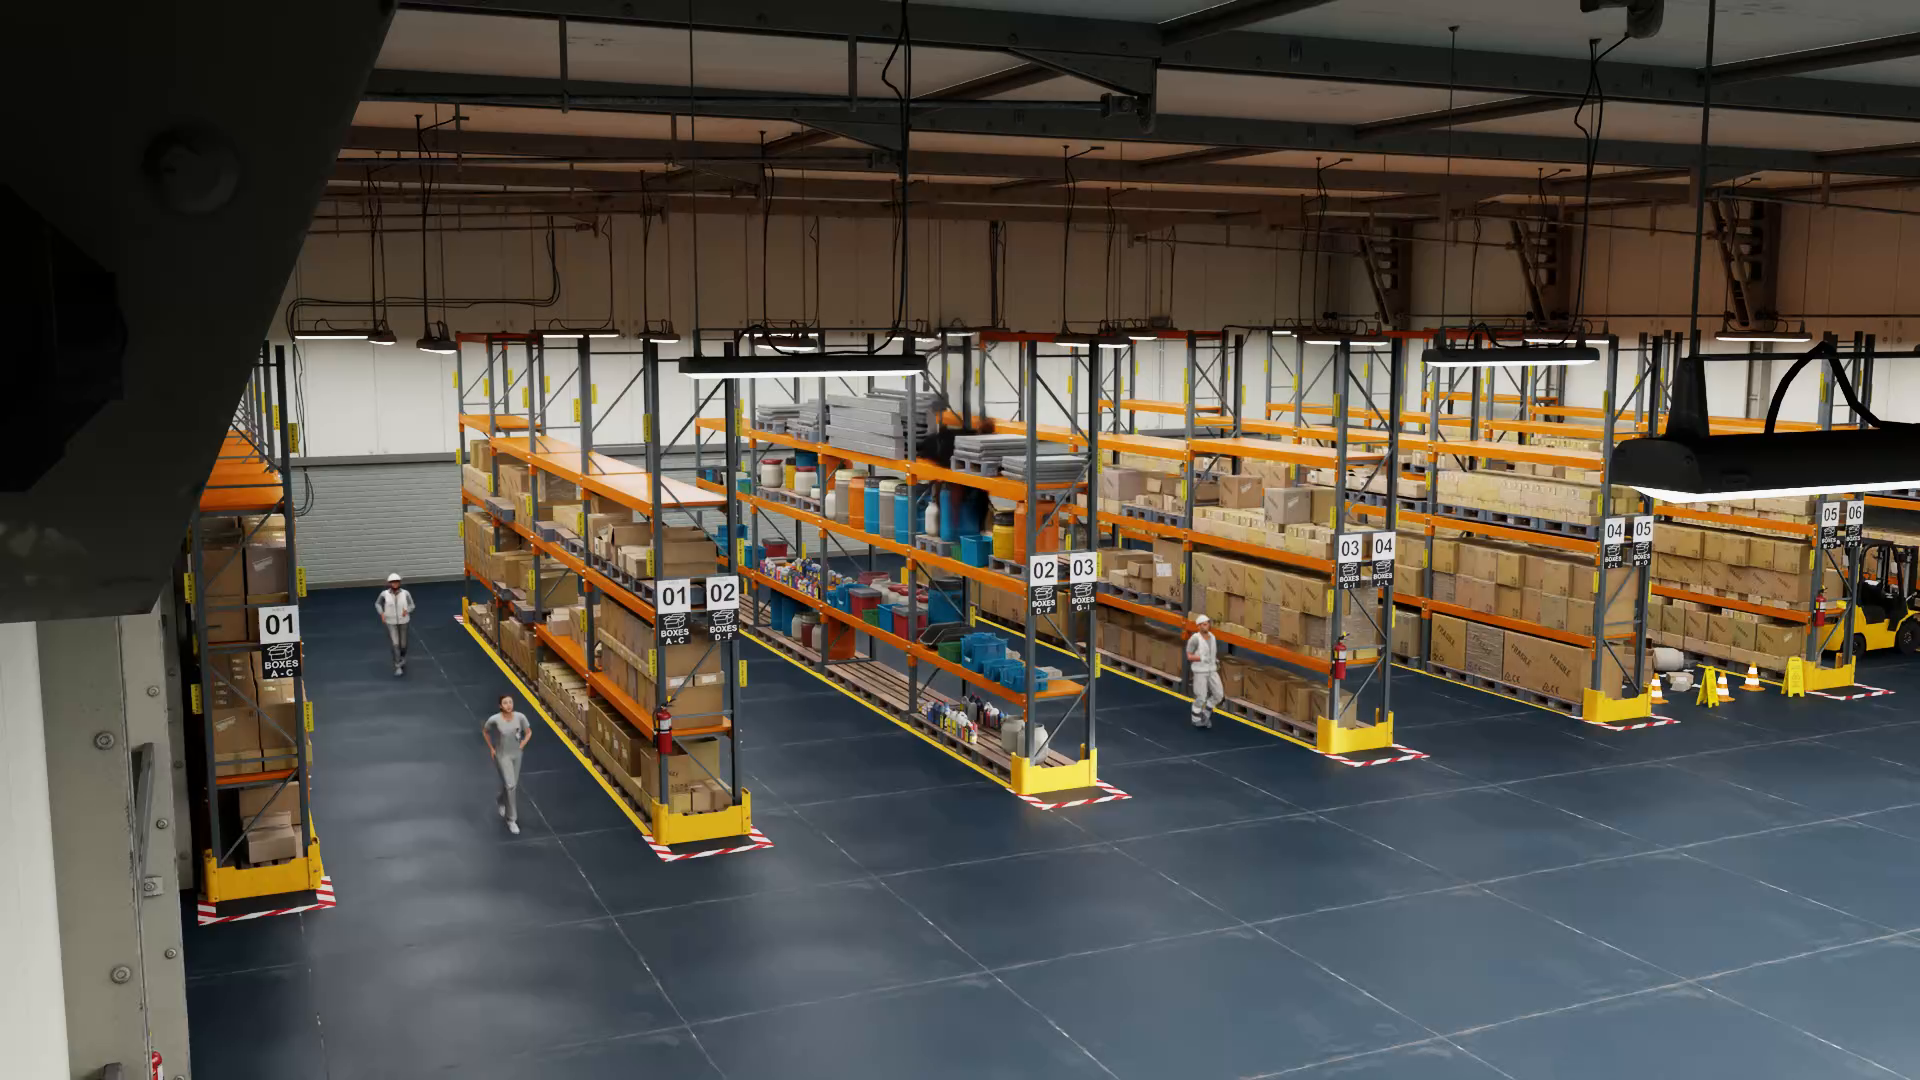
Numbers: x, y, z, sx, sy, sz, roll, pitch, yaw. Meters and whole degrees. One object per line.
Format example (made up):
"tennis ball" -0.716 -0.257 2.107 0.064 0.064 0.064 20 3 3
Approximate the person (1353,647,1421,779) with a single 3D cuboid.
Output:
"person" 5.931 2.356 22.931 0.907 1.770 0.724 3 8 19

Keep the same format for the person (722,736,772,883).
"person" -2.400 3.013 18.811 0.525 1.620 0.623 2 8 11

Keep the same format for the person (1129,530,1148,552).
"person" 3.779 0.694 35.049 0.644 1.806 0.915 -5 9 -33

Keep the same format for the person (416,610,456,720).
"person" -8.135 1.968 25.976 0.648 1.727 0.590 -4 9 -29
